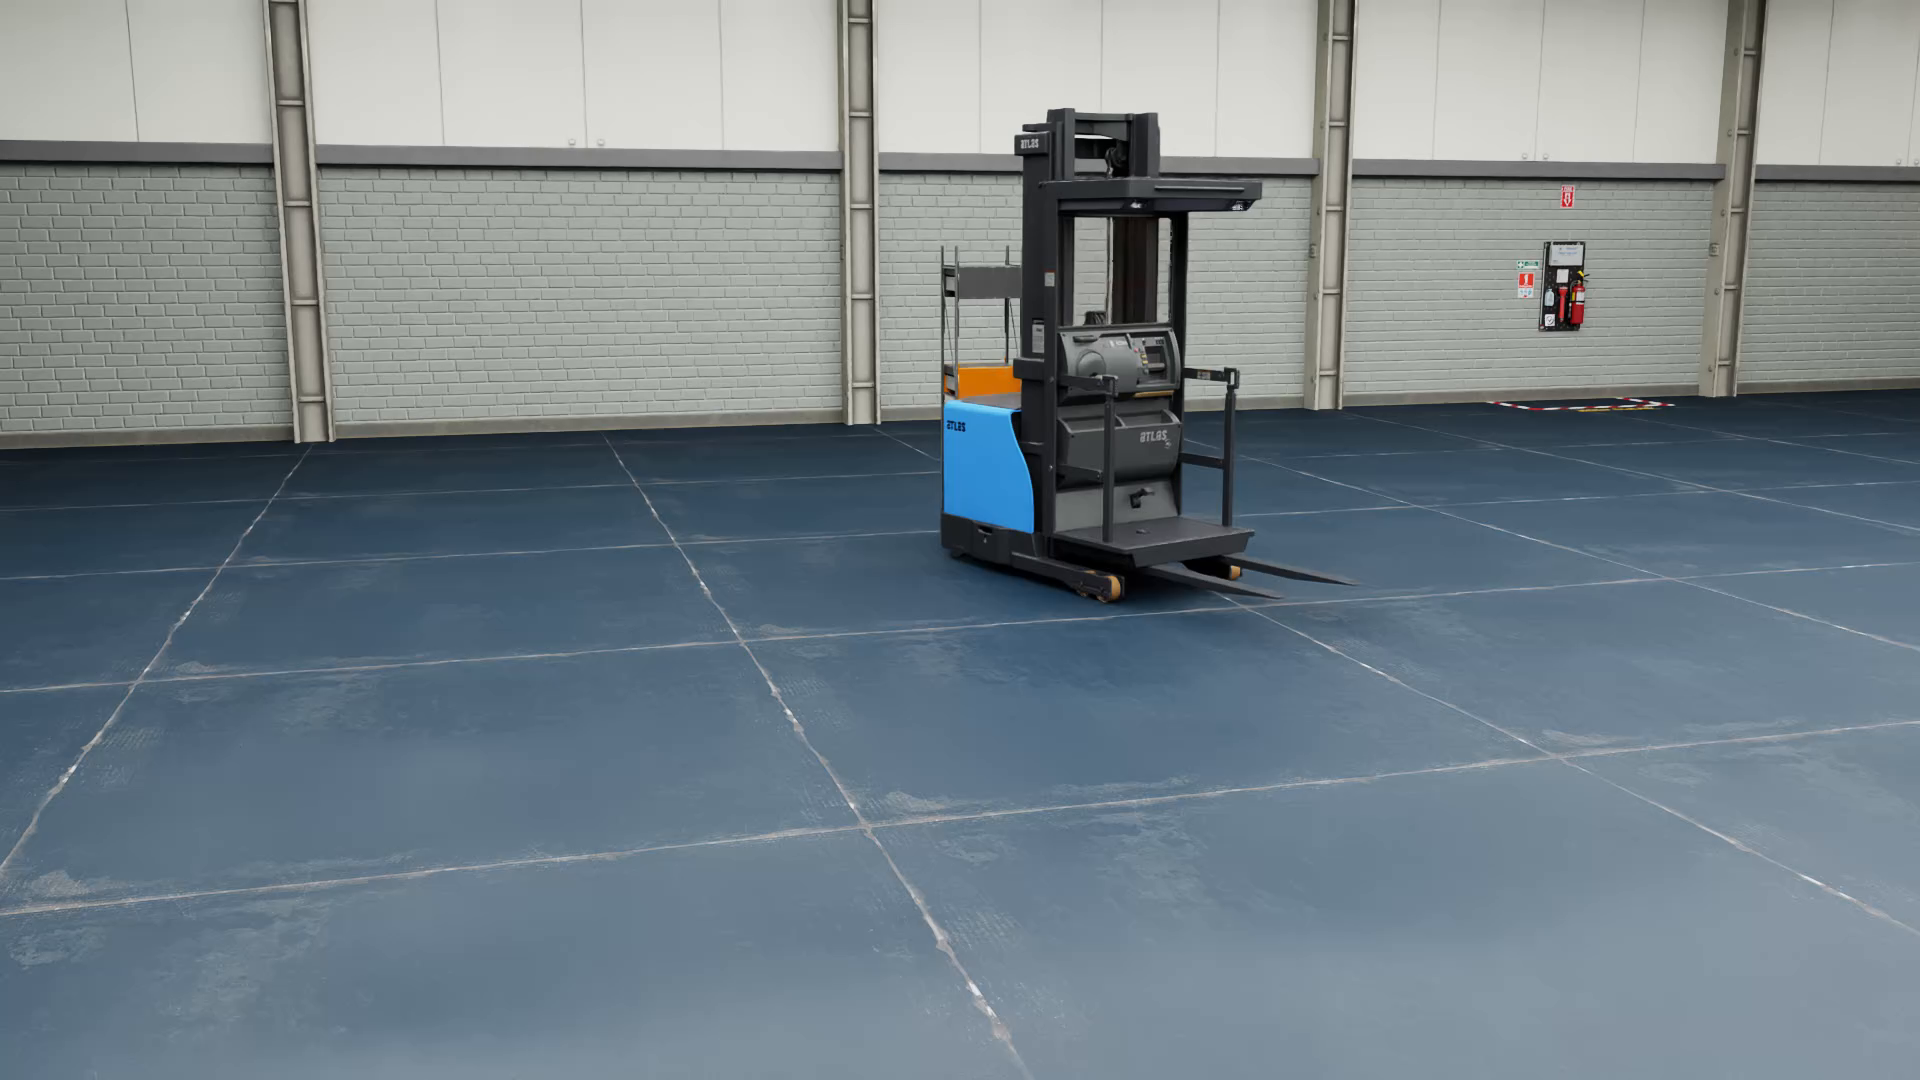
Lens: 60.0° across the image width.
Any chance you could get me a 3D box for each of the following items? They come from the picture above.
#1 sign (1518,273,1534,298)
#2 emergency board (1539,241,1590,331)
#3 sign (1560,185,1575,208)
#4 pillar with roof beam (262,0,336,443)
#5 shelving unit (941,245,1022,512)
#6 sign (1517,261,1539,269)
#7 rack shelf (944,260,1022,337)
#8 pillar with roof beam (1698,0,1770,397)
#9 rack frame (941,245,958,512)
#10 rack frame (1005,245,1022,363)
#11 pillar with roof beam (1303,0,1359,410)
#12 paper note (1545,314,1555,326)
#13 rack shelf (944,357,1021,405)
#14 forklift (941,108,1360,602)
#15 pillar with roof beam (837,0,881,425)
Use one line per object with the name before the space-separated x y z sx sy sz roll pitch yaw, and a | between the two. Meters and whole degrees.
sign | 7.425 -3.342 21.814 0.234 0.329 0.001 -3 11 -16
emergency board | 7.985 -3.334 21.872 0.643 1.169 0.194 -3 11 -16
sign | 7.949 -4.491 21.754 0.199 0.298 0.001 -3 11 -16
pillar with roof beam | -5.711 -4.744 12.959 0.400 9.000 9.100 -3 11 -16
shelving unit | 0.159 -1.041 11.902 0.503 2.100 0.431 -3 11 -16
sign | 7.432 -3.601 21.759 0.331 0.109 0.001 -3 11 -16
rack shelf | 0.159 -1.716 11.778 0.480 0.518 0.431 -3 11 -16
pillar with roof beam | 11.572 -5.655 17.907 0.400 9.000 9.100 -3 11 -16
rack frame | -0.075 -1.029 11.835 0.015 2.100 0.400 -3 11 -16
rack frame | 0.393 -1.053 11.969 0.015 2.100 0.400 -3 11 -16
pillar with roof beam | 5.811 -5.351 16.258 0.400 9.000 9.100 -3 11 -16
paper note | 7.796 -2.904 21.968 0.142 0.148 0.016 -3 11 -16
rack shelf | 0.159 -1.028 11.904 0.480 0.518 0.431 -3 11 -16
forklift | 1.136 -1.164 10.276 1.130 2.935 3.031 -7 13 -35
pillar with roof beam | 0.050 -5.047 14.609 0.400 9.000 9.100 -3 11 -16
